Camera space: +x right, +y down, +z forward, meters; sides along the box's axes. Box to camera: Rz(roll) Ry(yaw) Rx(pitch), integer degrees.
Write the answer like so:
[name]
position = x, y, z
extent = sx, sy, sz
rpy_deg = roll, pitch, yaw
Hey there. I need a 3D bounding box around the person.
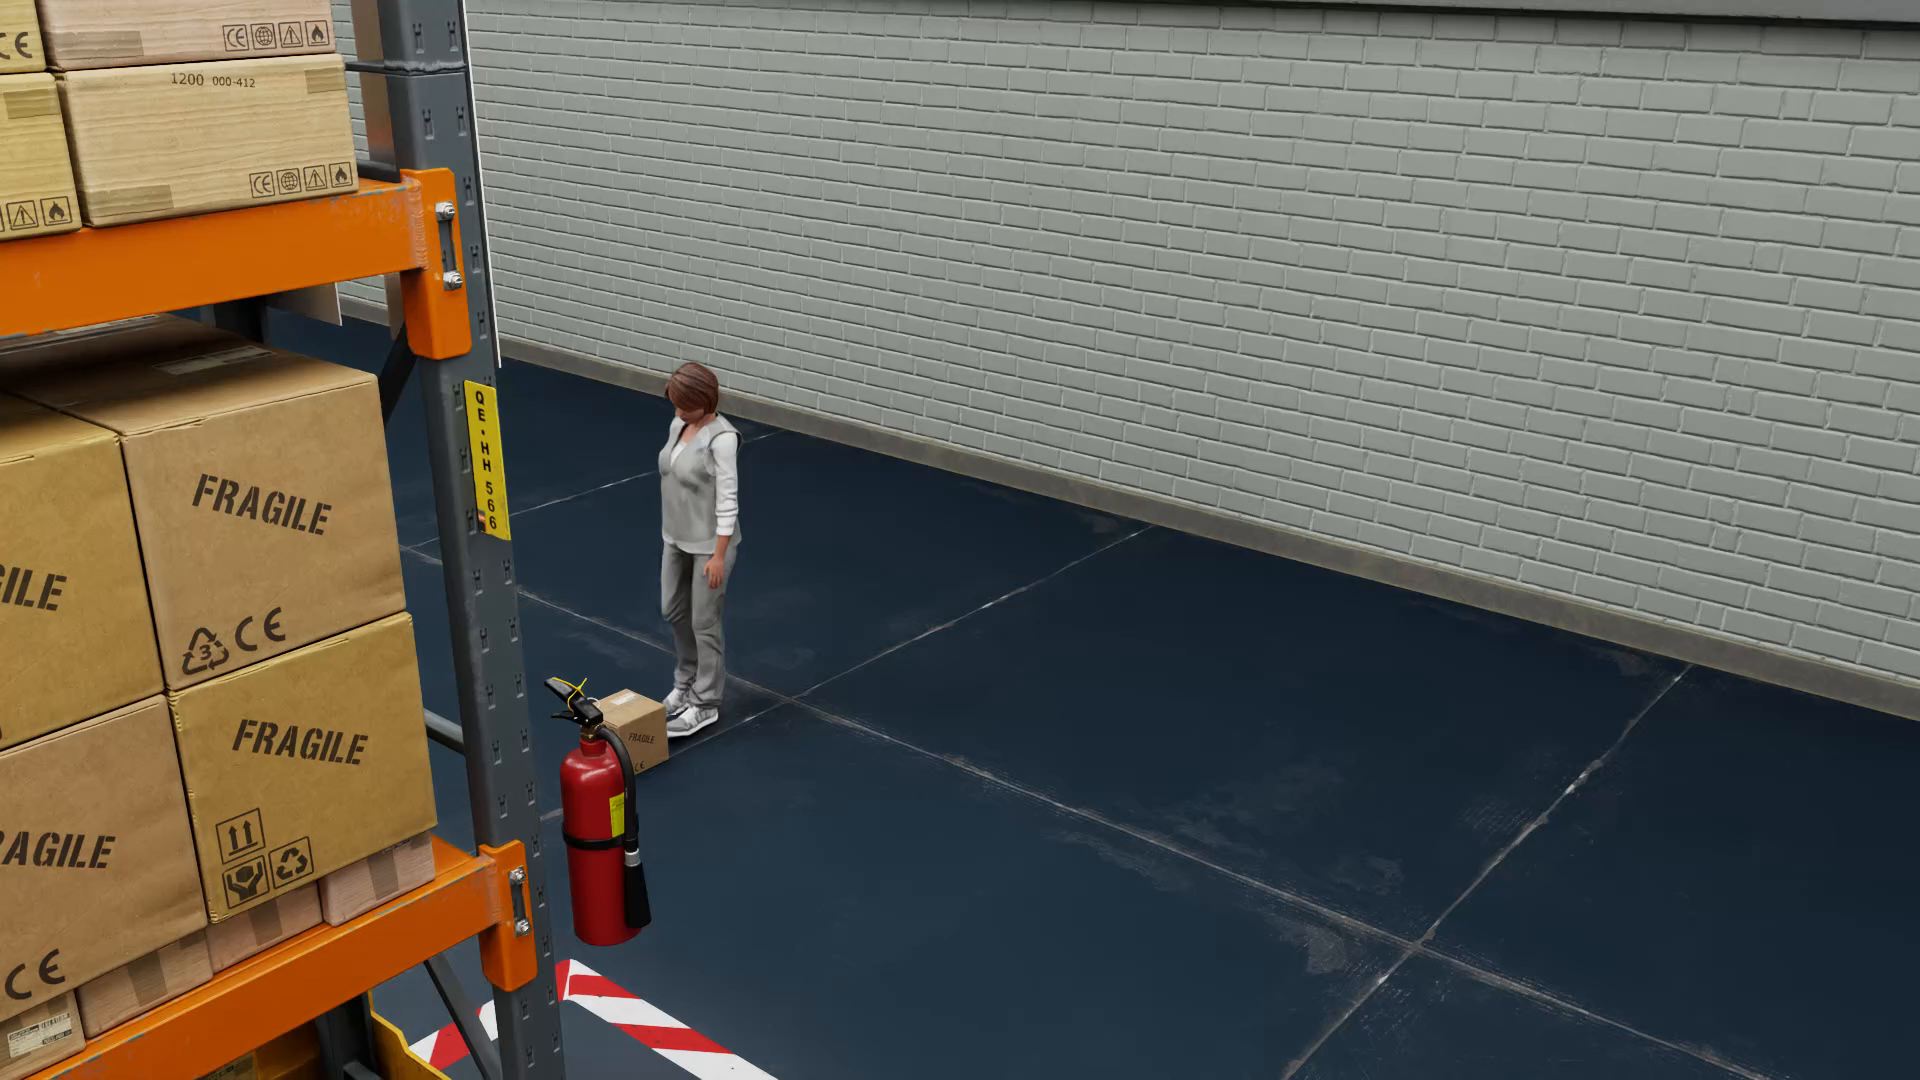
[person]
position = -1.132, 0.060, 6.952
extent = 0.413, 1.620, 0.481
rpy_deg = -18, 27, -40
